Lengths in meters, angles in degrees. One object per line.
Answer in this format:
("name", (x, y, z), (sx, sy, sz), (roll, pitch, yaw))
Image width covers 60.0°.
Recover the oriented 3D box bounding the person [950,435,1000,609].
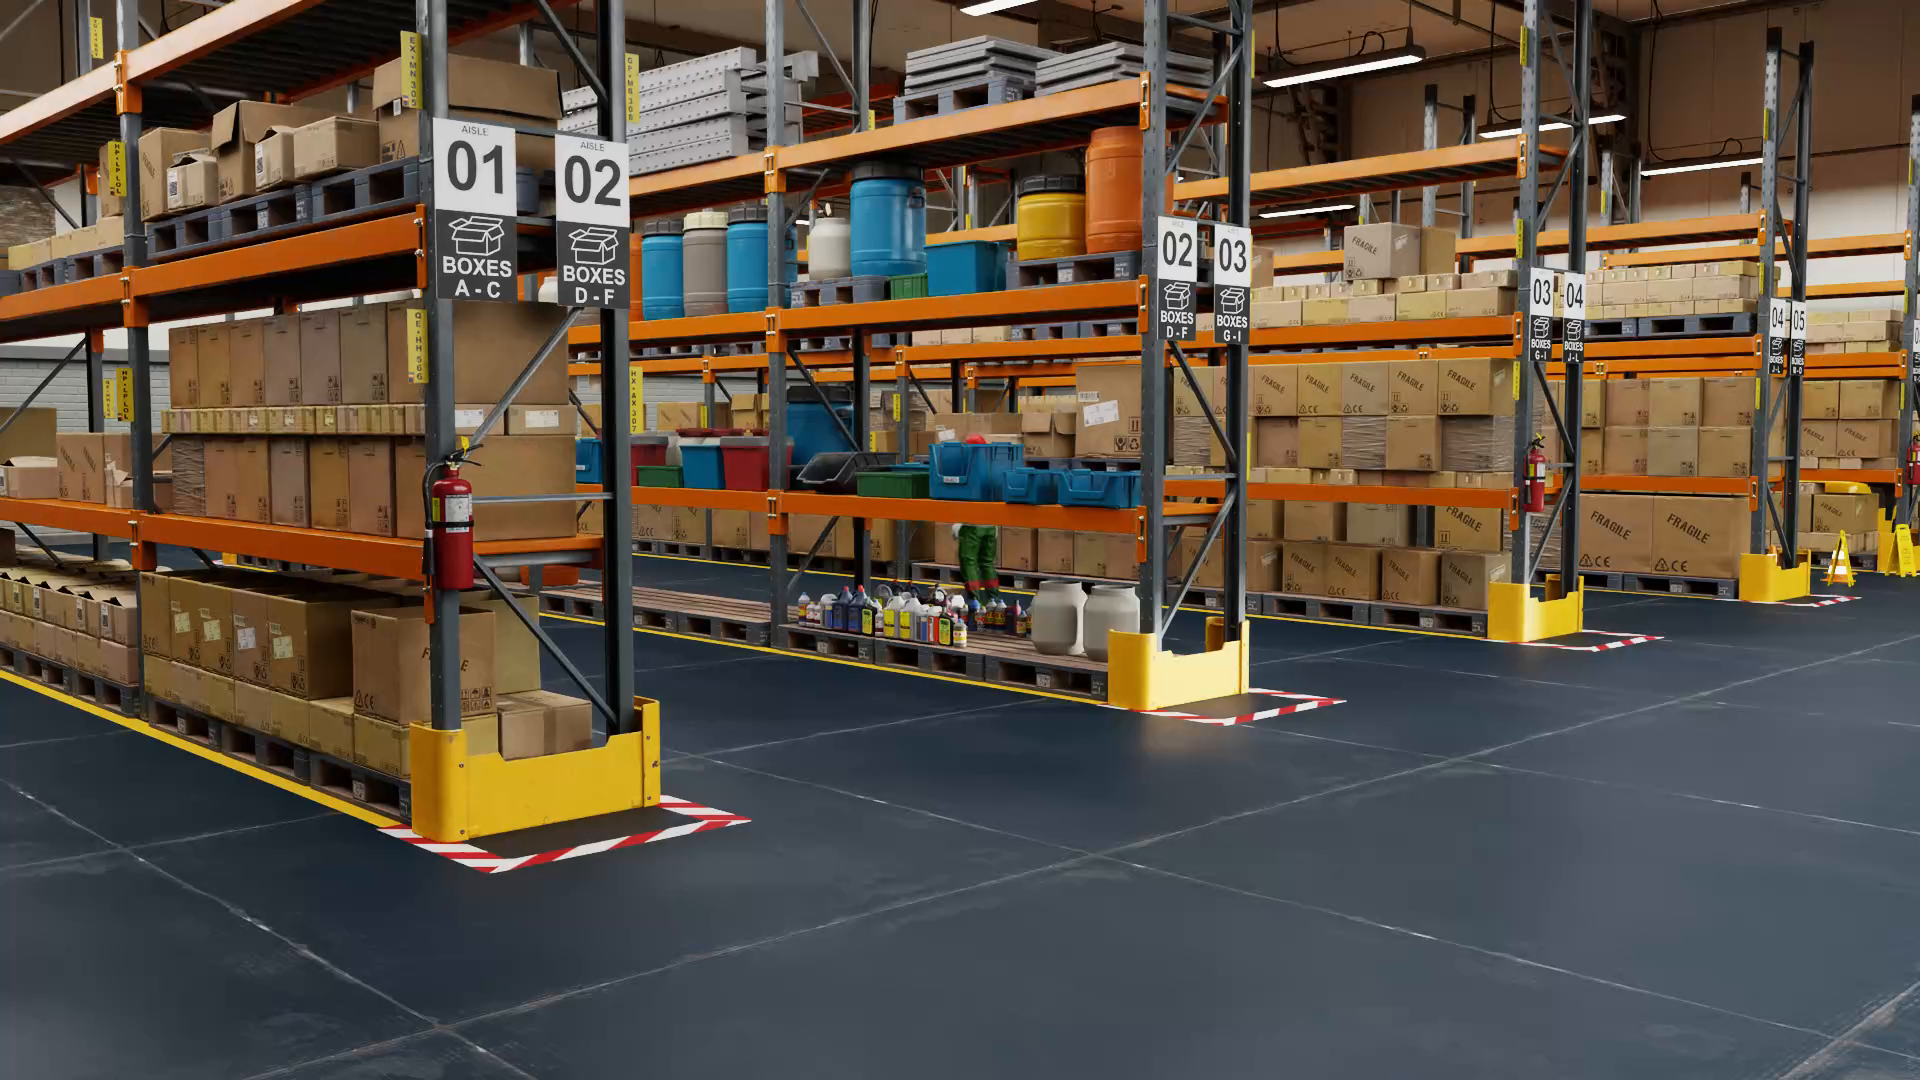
("person", (0.168, -0.136, 16.191), (0.530, 1.777, 0.371), (-4, 5, -43))
